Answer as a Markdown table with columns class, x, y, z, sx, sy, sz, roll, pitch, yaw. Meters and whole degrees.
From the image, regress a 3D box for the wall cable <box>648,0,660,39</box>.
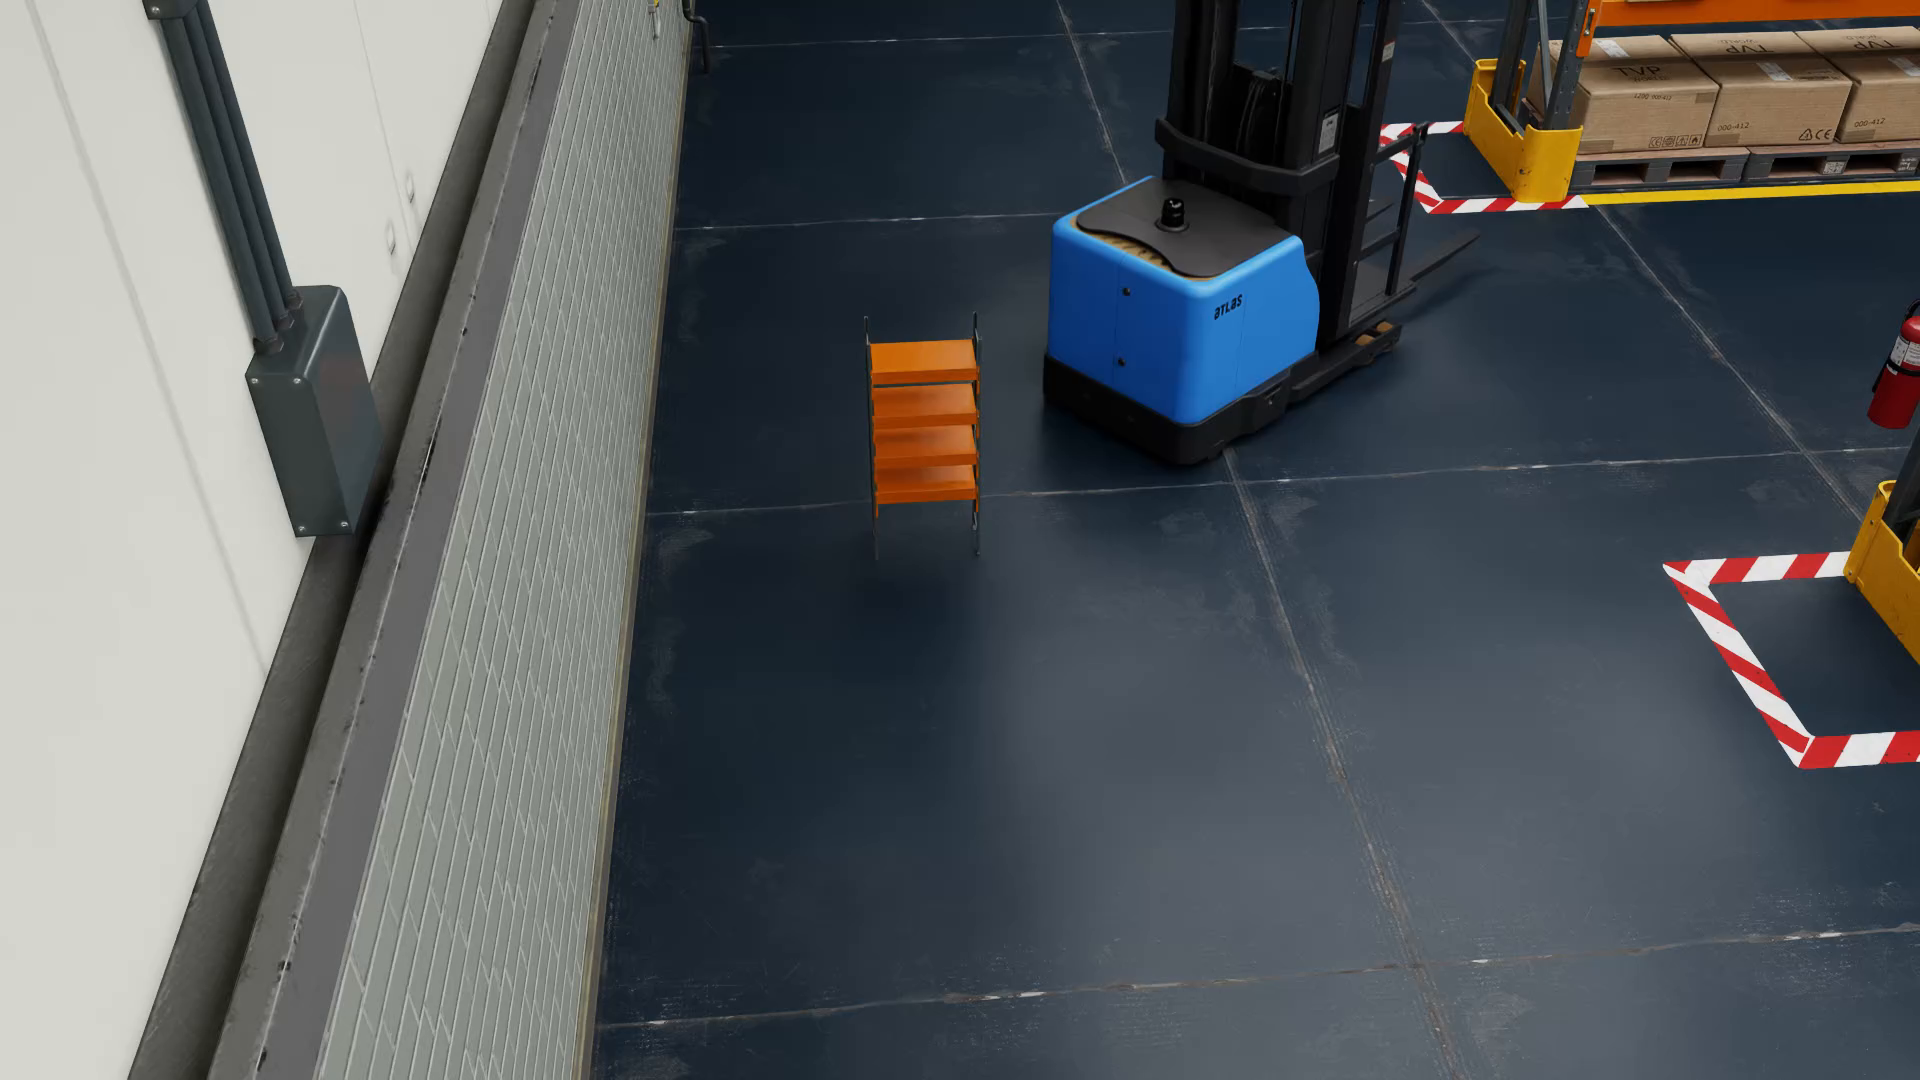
| class | x | y | z | sx | sy | sz | roll | pitch | yaw |
| --- | --- | --- | --- | --- | --- | --- | --- | --- | --- |
| wall cable | -1.832 | -3.831 | 9.660 | 0.123 | 1.953 | 0.585 | -3 | 38 | -4 |

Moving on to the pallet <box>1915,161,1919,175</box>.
| class | x | y | z | sx | sy | sz | roll | pitch | yaw |
| --- | --- | --- | --- | --- | --- | --- | --- | --- | --- |
| pallet | 7.002 | -2.875 | 11.545 | 1.213 | 0.211 | 1.003 | -3 | 38 | -4 |

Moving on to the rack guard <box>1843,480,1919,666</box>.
| class | x | y | z | sx | sy | sz | roll | pitch | yaw |
| --- | --- | --- | --- | --- | --- | --- | --- | --- | --- |
| rack guard | 4.397 | 0.282 | 7.311 | 0.348 | 0.500 | 1.175 | -3 | 38 | -4 |

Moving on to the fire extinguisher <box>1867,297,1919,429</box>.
| class | x | y | z | sx | sy | sz | roll | pitch | yaw |
| --- | --- | --- | --- | --- | --- | --- | --- | --- | --- |
| fire extinguisher | 4.030 | -0.789 | 7.014 | 0.183 | 0.674 | 0.296 | -3 | 38 | -4 |

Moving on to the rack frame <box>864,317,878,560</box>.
| class | x | y | z | sx | sy | sz | roll | pitch | yaw |
| --- | --- | --- | --- | --- | --- | --- | --- | --- | --- |
| rack frame | -0.408 | -0.449 | 7.672 | 0.015 | 1.200 | 0.240 | -3 | 38 | -4 |

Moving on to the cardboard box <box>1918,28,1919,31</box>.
| class | x | y | z | sx | sy | sz | roll | pitch | yaw |
| --- | --- | --- | --- | --- | --- | --- | --- | --- | --- |
| cardboard box | 7.132 | -3.154 | 11.377 | 0.875 | 0.438 | 0.875 | -4 | 38 | -5 |

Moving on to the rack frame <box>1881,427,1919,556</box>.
| class | x | y | z | sx | sy | sz | roll | pitch | yaw |
| --- | --- | --- | --- | --- | --- | --- | --- | --- | --- |
| rack frame | 4.322 | -0.695 | 6.531 | 0.127 | 3.000 | 1.000 | -3 | 38 | -4 |

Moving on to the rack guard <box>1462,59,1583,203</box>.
| class | x | y | z | sx | sy | sz | roll | pitch | yaw |
| --- | --- | --- | --- | --- | --- | --- | --- | --- | --- |
| rack guard | 3.759 | -2.761 | 11.168 | 0.348 | 0.500 | 1.175 | -3 | 38 | -4 |

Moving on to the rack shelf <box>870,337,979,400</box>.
| class | x | y | z | sx | sy | sz | roll | pitch | yaw |
| --- | --- | --- | --- | --- | --- | --- | --- | --- | --- |
| rack shelf | -0.165 | -0.770 | 7.445 | 0.480 | 0.148 | 0.258 | -3 | 38 | -4 |

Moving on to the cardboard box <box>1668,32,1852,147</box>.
| class | x | y | z | sx | sy | sz | roll | pitch | yaw |
| --- | --- | --- | --- | --- | --- | --- | --- | --- | --- |
| cardboard box | 5.342 | -3.056 | 11.253 | 0.875 | 0.438 | 0.875 | -2 | 38 | -3 |

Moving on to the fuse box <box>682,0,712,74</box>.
| class | x | y | z | sx | sy | sz | roll | pitch | yaw |
| --- | --- | --- | --- | --- | --- | --- | --- | --- | --- |
| fuse box | -1.873 | -4.218 | 12.037 | 0.414 | 1.711 | 0.539 | -3 | 38 | -4 |

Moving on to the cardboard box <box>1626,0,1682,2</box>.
| class | x | y | z | sx | sy | sz | roll | pitch | yaw |
| --- | --- | --- | --- | --- | --- | --- | --- | --- | --- |
| cardboard box | 4.286 | -3.632 | 10.173 | 0.500 | 0.500 | 0.500 | -3 | 38 | -4 |

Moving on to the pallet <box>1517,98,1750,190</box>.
| class | x | y | z | sx | sy | sz | roll | pitch | yaw |
| --- | --- | --- | --- | --- | --- | --- | --- | --- | --- |
| pallet | 4.572 | -2.741 | 11.376 | 1.213 | 0.211 | 1.003 | -3 | 38 | -4 |

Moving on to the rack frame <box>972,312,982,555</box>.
| class | x | y | z | sx | sy | sz | roll | pitch | yaw |
| --- | --- | --- | --- | --- | --- | --- | --- | --- | --- |
| rack frame | 0.078 | -0.475 | 7.706 | 0.015 | 1.200 | 0.240 | -3 | 38 | -4 |

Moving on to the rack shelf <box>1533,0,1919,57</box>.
| class | x | y | z | sx | sy | sz | roll | pitch | yaw |
| --- | --- | --- | --- | --- | --- | --- | --- | --- | --- |
| rack shelf | 5.775 | -3.571 | 10.757 | 4.000 | 0.370 | 1.077 | -3 | 38 | -4 |

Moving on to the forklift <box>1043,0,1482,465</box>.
| class | x | y | z | sx | sy | sz | roll | pitch | yaw |
| --- | --- | --- | --- | --- | --- | --- | --- | --- | --- |
| forklift | 1.852 | -2.337 | 8.668 | 3.031 | 2.935 | 1.130 | -31 | 48 | -33 |

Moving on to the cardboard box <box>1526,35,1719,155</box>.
| class | x | y | z | sx | sy | sz | roll | pitch | yaw |
| --- | --- | --- | --- | --- | --- | --- | --- | --- | --- |
| cardboard box | 4.431 | -3.001 | 11.183 | 0.875 | 0.438 | 0.875 | -4 | 38 | -6 |

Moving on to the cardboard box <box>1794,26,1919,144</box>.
| class | x | y | z | sx | sy | sz | roll | pitch | yaw |
| --- | --- | --- | --- | --- | --- | --- | --- | --- | --- |
| cardboard box | 6.240 | -3.104 | 11.314 | 0.875 | 0.438 | 0.875 | -4 | 38 | -5 |

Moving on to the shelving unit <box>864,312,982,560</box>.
| class | x | y | z | sx | sy | sz | roll | pitch | yaw |
| --- | --- | --- | --- | --- | --- | --- | --- | --- | --- |
| shelving unit | -0.165 | -0.462 | 7.689 | 0.503 | 1.200 | 0.258 | -3 | 38 | -4 |

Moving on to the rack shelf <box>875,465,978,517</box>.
| class | x | y | z | sx | sy | sz | roll | pitch | yaw |
| --- | --- | --- | --- | --- | --- | --- | --- | --- | --- |
| rack shelf | -0.165 | -0.253 | 7.853 | 0.480 | 0.148 | 0.258 | -3 | 38 | -4 |

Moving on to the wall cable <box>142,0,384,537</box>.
| class | x | y | z | sx | sy | sz | roll | pitch | yaw |
| --- | --- | --- | --- | --- | --- | --- | --- | --- | --- |
| wall cable | -1.277 | -3.064 | 2.093 | 0.120 | 5.999 | 2.277 | -3 | 38 | -4 |

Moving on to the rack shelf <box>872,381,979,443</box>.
| class | x | y | z | sx | sy | sz | roll | pitch | yaw |
| --- | --- | --- | --- | --- | --- | --- | --- | --- | --- |
| rack shelf | -0.165 | -0.585 | 7.592 | 0.480 | 0.148 | 0.258 | -3 | 38 | -4 |

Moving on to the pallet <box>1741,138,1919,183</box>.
| class | x | y | z | sx | sy | sz | roll | pitch | yaw |
| --- | --- | --- | --- | --- | --- | --- | --- | --- | --- |
| pallet | 5.784 | -2.806 | 11.458 | 1.213 | 0.211 | 1.003 | -3 | 38 | -4 |

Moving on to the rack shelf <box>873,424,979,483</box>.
| class | x | y | z | sx | sy | sz | roll | pitch | yaw |
| --- | --- | --- | --- | --- | --- | --- | --- | --- | --- |
| rack shelf | -0.165 | -0.409 | 7.731 | 0.480 | 0.148 | 0.258 | -3 | 38 | -4 |

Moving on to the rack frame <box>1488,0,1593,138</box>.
| class | x | y | z | sx | sy | sz | roll | pitch | yaw |
| --- | --- | --- | --- | --- | --- | --- | --- | --- | --- |
| rack frame | 3.782 | -3.744 | 10.395 | 0.127 | 3.000 | 1.000 | -3 | 38 | -4 |
